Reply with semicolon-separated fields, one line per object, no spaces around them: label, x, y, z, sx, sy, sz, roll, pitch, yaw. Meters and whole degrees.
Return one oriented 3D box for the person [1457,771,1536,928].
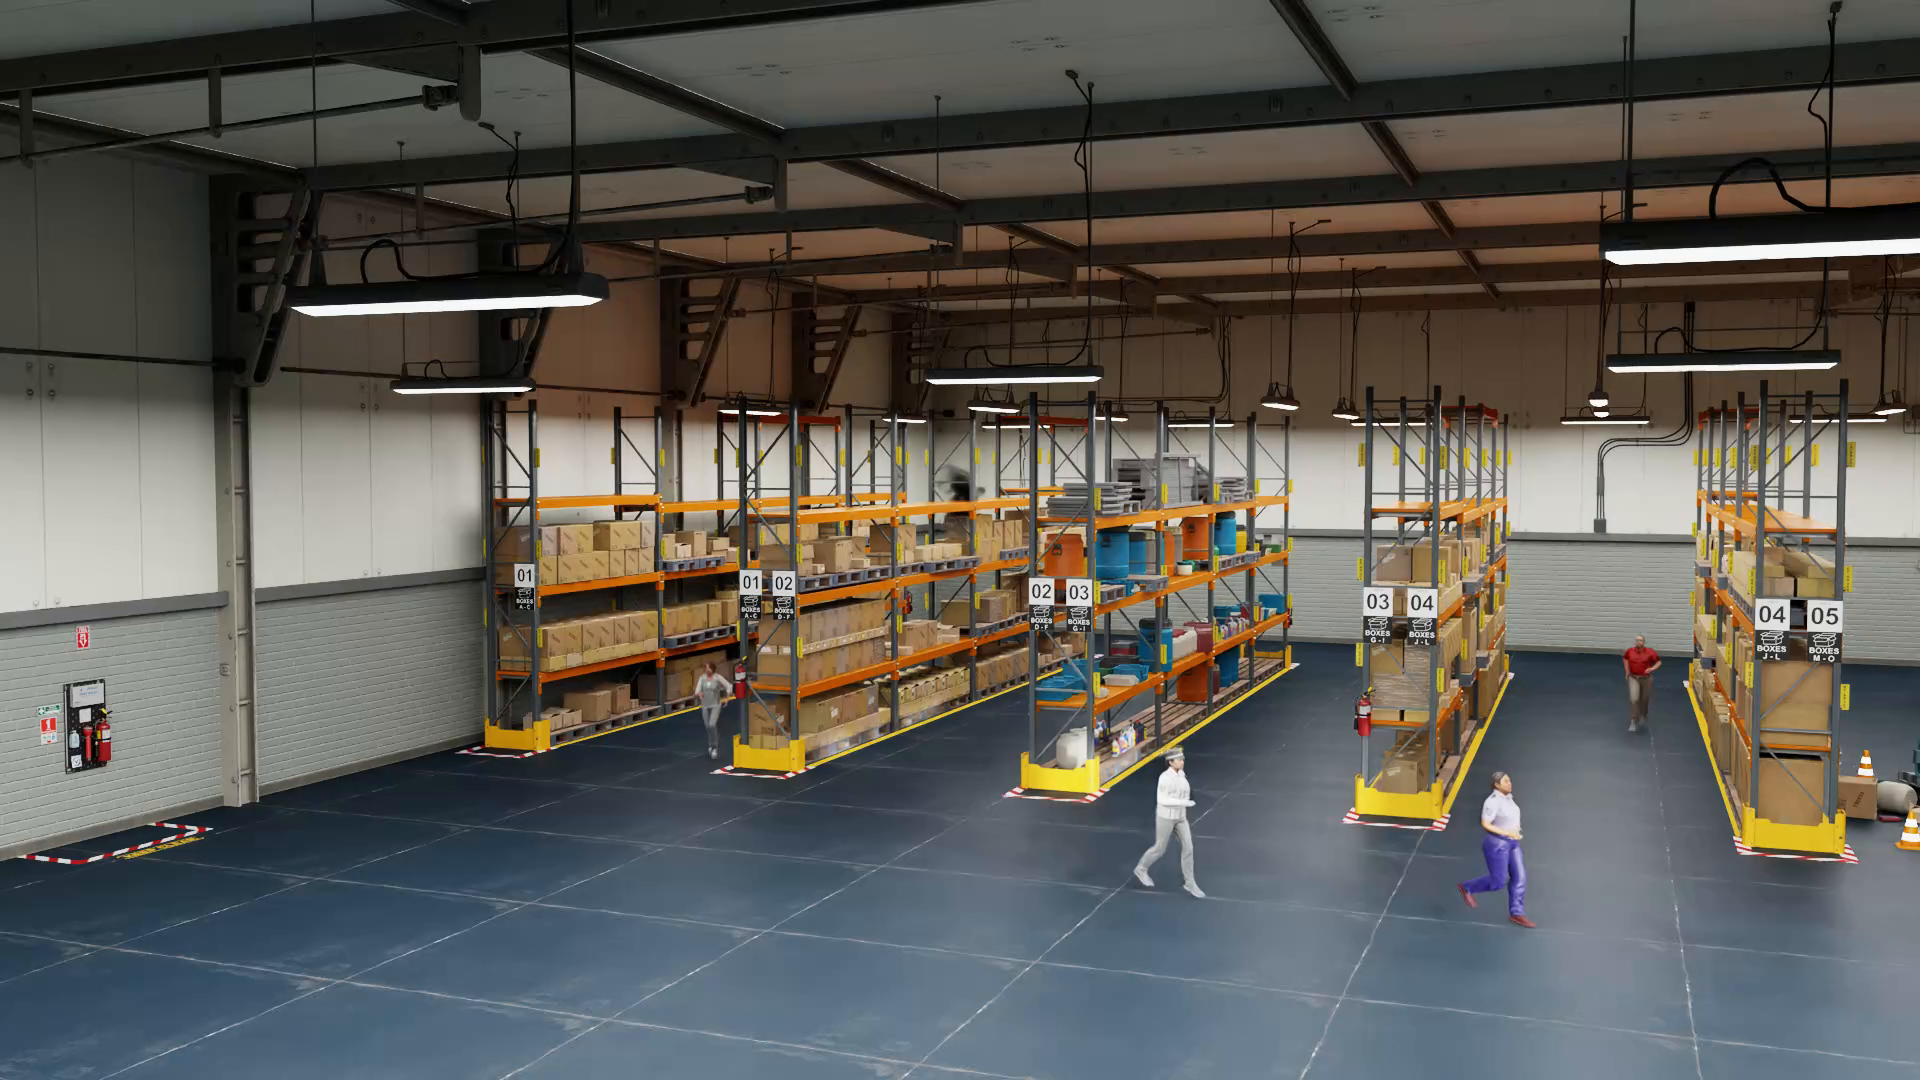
person;5.815;3.312;17.935;0.607;1.627;0.849;-3;4;-45

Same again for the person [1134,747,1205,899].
person;2.404;3.205;19.087;0.896;1.707;0.574;3;4;44

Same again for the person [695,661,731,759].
person;-4.154;2.893;27.833;0.560;1.558;0.696;1;3;11

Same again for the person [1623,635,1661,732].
person;12.572;2.626;30.673;0.655;1.772;0.854;1;3;24
